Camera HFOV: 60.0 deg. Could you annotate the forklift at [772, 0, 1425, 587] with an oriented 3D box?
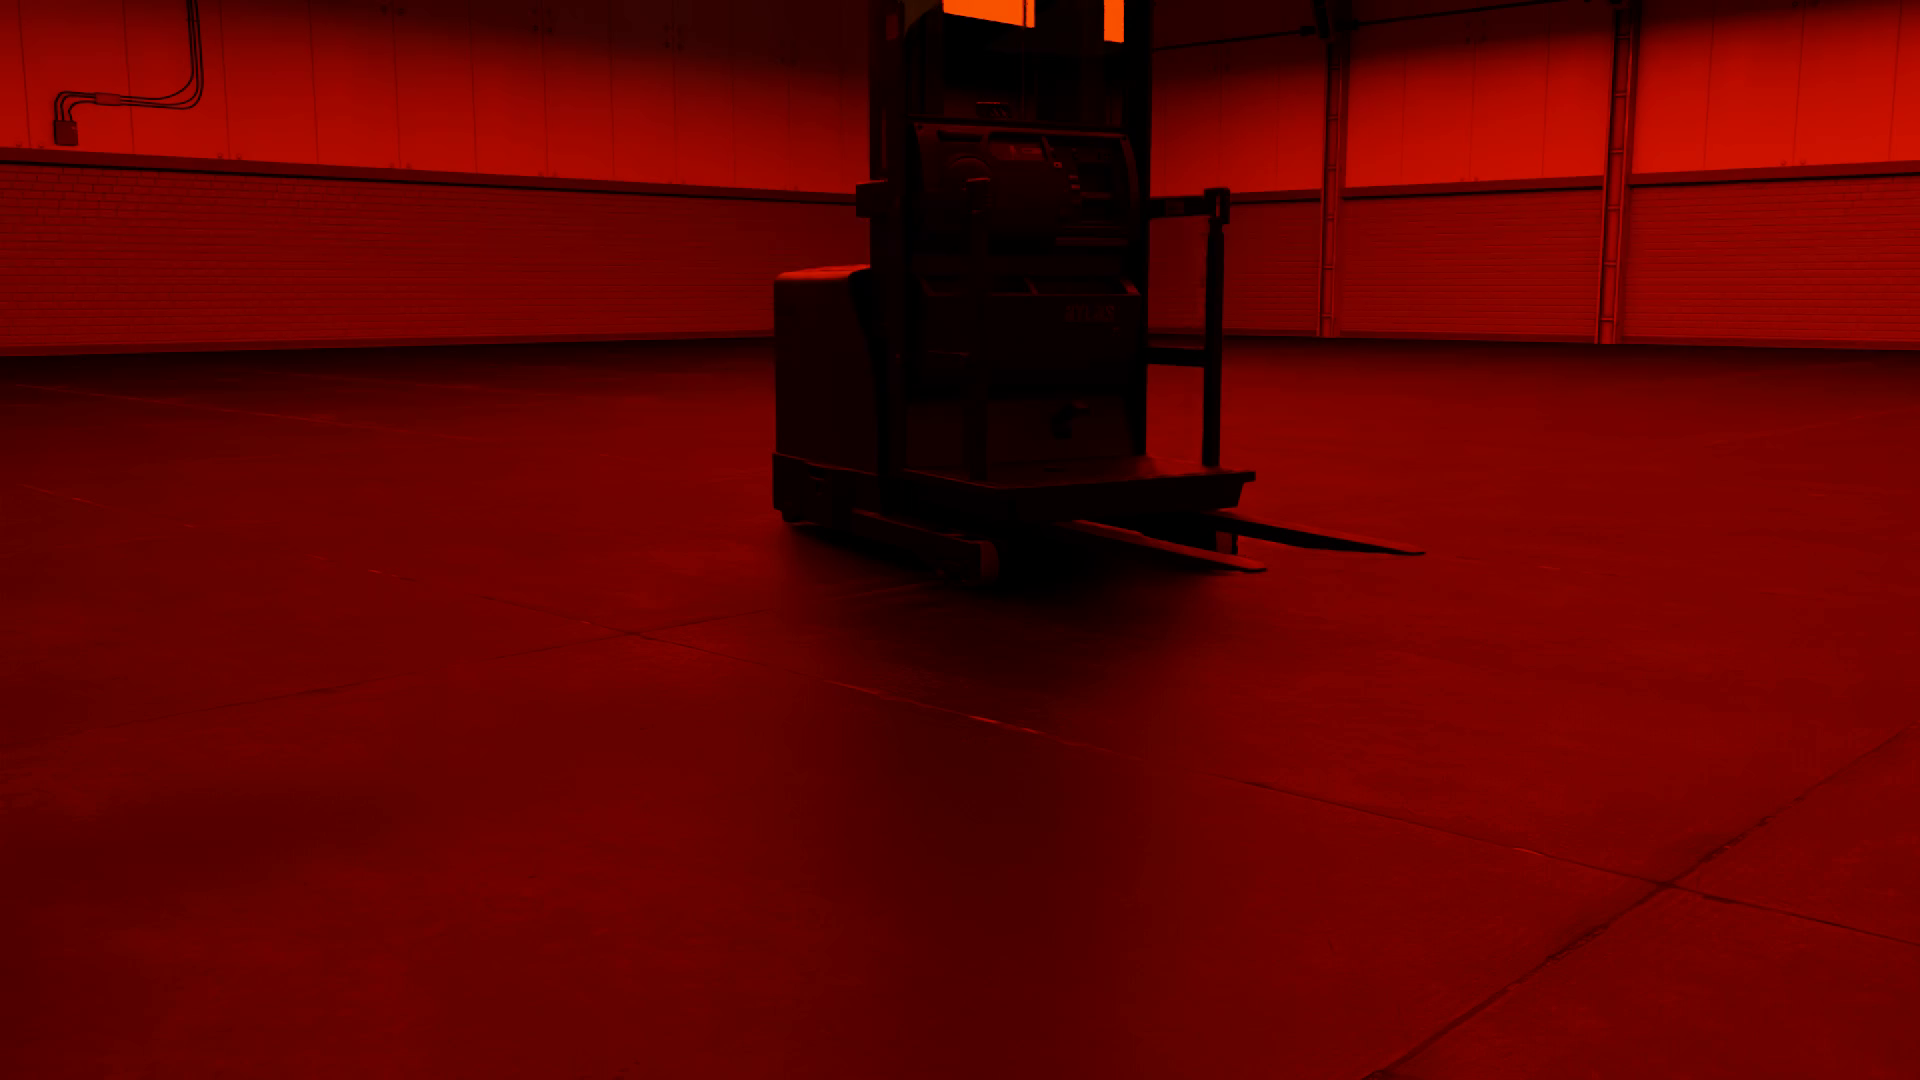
[{"bbox_3d":[0.360,-1.365,5.937,1.130,2.935,3.031,-5,10,-29],"label":"forklift"}]
